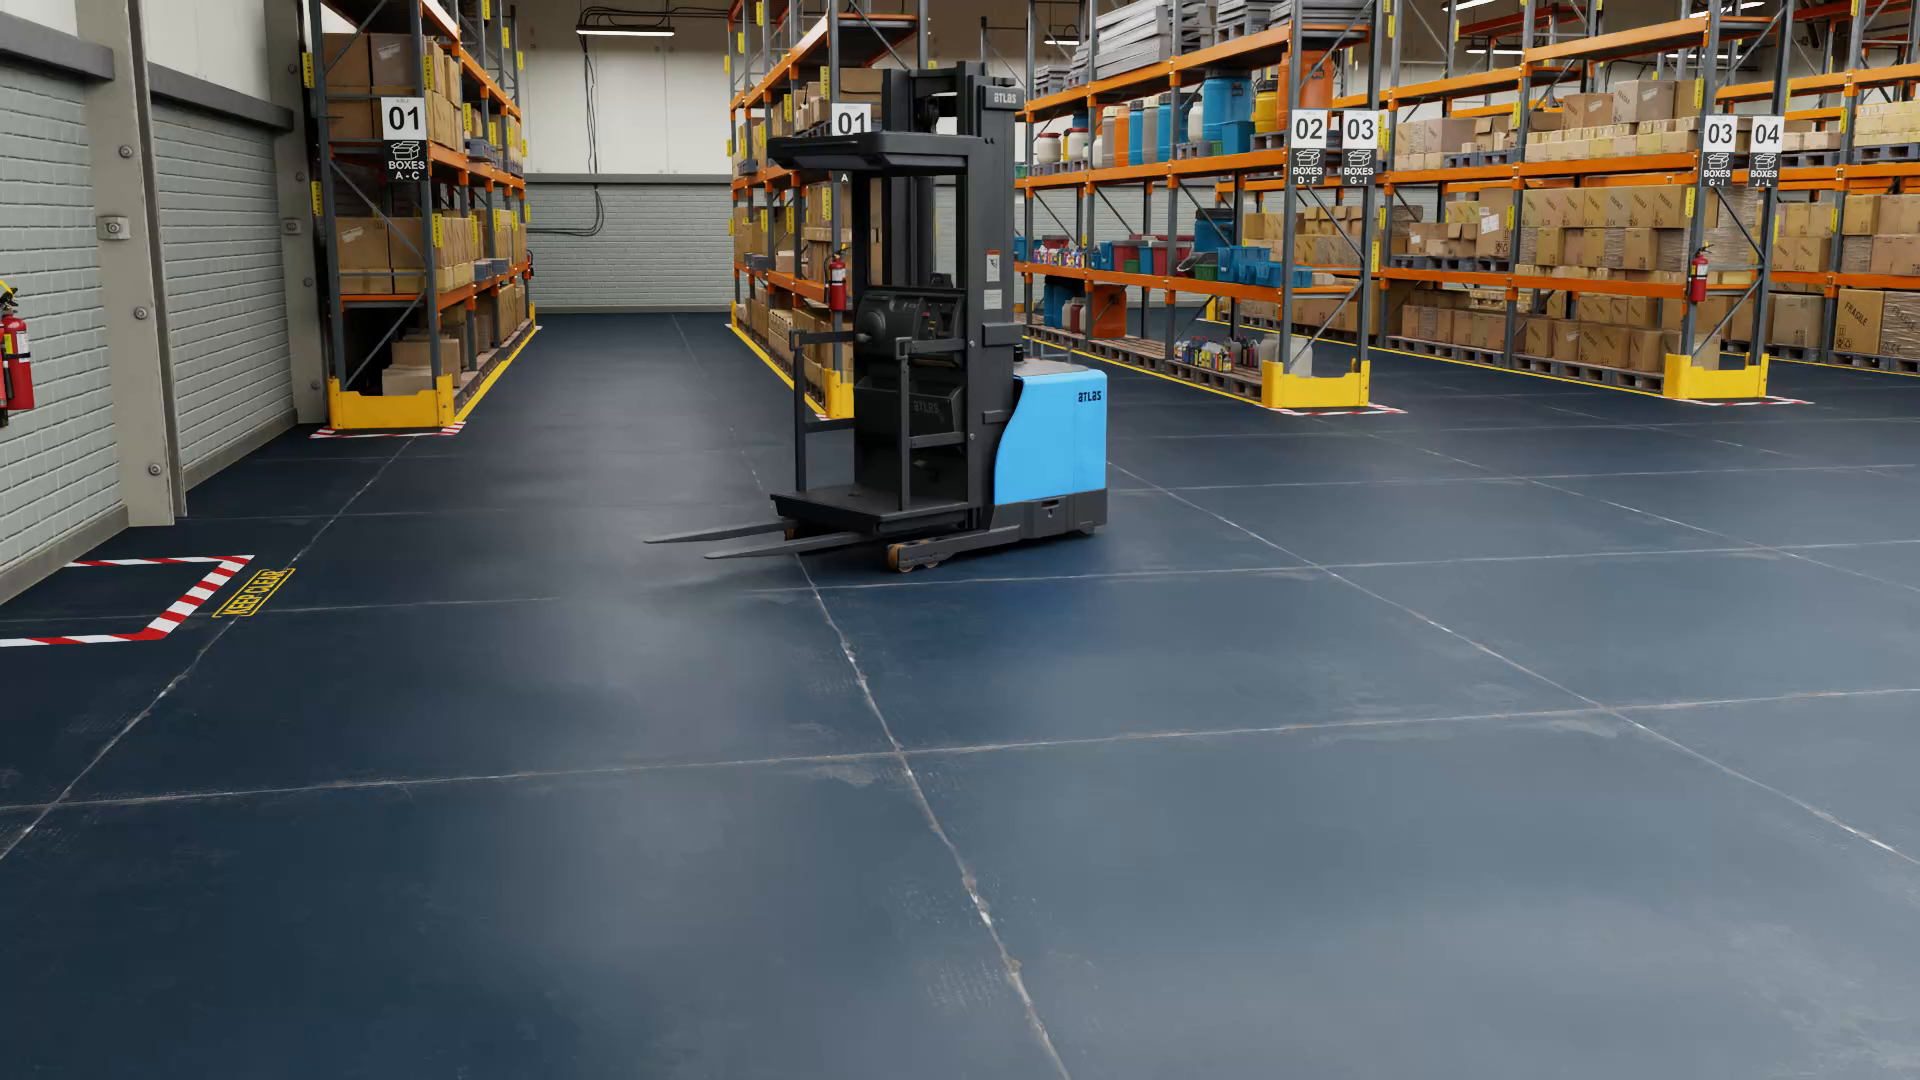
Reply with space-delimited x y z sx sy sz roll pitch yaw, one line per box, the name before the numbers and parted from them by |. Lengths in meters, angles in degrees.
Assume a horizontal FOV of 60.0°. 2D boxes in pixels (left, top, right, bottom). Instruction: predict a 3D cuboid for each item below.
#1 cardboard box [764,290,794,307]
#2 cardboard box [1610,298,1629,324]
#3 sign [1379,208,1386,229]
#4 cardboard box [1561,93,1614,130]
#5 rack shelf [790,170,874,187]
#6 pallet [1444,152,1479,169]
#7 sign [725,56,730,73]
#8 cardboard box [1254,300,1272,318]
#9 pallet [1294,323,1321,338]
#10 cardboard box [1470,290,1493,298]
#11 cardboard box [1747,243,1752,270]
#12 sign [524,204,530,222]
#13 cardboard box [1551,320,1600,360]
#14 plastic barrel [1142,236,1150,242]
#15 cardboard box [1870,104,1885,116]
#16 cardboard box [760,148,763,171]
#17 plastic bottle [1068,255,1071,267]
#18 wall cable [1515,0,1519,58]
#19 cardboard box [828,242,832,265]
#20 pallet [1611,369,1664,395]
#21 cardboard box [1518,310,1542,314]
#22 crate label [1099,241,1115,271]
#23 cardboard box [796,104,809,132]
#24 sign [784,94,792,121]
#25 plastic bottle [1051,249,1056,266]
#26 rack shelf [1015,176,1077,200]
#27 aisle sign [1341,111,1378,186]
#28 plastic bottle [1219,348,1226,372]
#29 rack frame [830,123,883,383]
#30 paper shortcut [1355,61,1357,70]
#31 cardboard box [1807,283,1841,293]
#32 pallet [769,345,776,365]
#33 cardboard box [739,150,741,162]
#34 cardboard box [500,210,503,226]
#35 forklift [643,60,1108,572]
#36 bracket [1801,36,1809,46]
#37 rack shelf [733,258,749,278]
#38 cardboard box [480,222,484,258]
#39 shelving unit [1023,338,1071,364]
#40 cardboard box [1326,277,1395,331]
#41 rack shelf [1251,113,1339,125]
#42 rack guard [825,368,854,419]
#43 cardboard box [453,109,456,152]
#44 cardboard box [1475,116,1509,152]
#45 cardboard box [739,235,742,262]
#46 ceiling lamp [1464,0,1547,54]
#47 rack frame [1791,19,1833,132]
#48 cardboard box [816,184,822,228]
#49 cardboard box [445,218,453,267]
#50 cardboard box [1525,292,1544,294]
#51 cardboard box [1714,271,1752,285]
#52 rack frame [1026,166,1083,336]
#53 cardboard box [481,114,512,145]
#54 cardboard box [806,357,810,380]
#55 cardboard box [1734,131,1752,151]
cardboard box | -2.813 -3.786 26.070 0.500 0.250 0.500 -2 11 -9
cardboard box | 11.735 -3.963 29.056 0.500 0.500 0.500 -2 11 -9
sign | 6.788 -5.164 26.709 0.100 0.325 0.005 -2 11 -11
cardboard box | 8.447 -5.724 22.323 0.500 0.500 0.500 -2 11 -13
rack shelf | -1.219 -4.276 19.043 1.077 0.370 4.000 -2 11 -11
pallet | 7.889 -5.571 24.423 1.213 0.211 1.003 -2 11 -11
sign | -4.474 -9.149 31.987 0.100 0.325 0.005 -2 11 -11
cardboard box | 6.329 -4.801 32.459 0.875 0.875 0.875 -2 11 -11
pallet | 6.778 -3.841 30.313 1.003 0.211 1.213 -2 11 -11
cardboard box | 10.698 -5.044 34.085 0.380 0.149 0.250 -2 11 -9
cardboard box | 12.333 -4.458 25.827 0.500 0.500 0.500 -2 11 -12
sign | -8.266 -6.245 31.756 0.100 0.325 0.005 -2 11 -11
cardboard box | 8.267 -2.681 22.323 0.500 0.500 0.500 1 11 7
plastic barrel | 2.883 -4.310 25.019 0.421 0.512 0.421 0 11 0
cardboard box | 12.783 -5.916 22.881 0.380 0.149 0.250 -2 11 -11
cardboard box | -2.603 -5.951 25.653 0.910 0.500 0.500 -2 11 -11
plastic bottle | 1.813 -4.568 27.207 0.097 0.201 0.097 0 11 0
wall cable | 12.596 -13.314 40.536 2.355 3.000 0.029 -2 11 -11
cardboard box | -1.106 -3.112 18.756 0.700 0.500 0.500 -2 11 -11
pallet | 8.750 -1.943 20.341 1.003 0.211 1.213 -2 11 -11
cardboard box | 11.028 -4.377 32.171 0.380 0.149 0.250 -2 11 -10
crate label | 2.401 -4.261 24.968 0.502 0.435 0.616 -2 11 -11
cardboard box | -1.664 -5.027 19.802 0.500 0.311 0.500 -3 11 -14
sign | -2.139 -5.383 20.712 0.100 0.325 0.005 -2 11 -11
plastic bottle | 1.637 -4.798 28.212 0.152 0.276 0.135 -2 11 -11
rack shelf | 1.306 -6.657 31.549 1.077 0.370 4.000 -2 11 -11
aisle sign | 4.331 -4.243 18.015 0.394 0.787 0.004 -2 11 -11
plastic bottle | 3.201 -2.192 20.279 0.061 0.283 0.133 -2 11 -10
rack frame | -0.830 -2.789 17.329 1.000 3.000 0.127 -2 11 -11
paper shortcut | 6.560 -7.855 27.525 0.009 0.170 0.078 9 -22 -13
cardboard box | 16.657 -4.596 31.383 0.875 0.875 0.875 -2 11 -9
pallet | -2.264 -2.734 24.497 1.003 0.211 1.213 -2 11 -11
cardboard box | -3.714 -6.898 29.960 0.500 0.250 0.500 -2 11 -11
cardboard box | -7.286 -4.932 25.464 0.500 0.250 0.500 -2 11 -11
forklift | -0.465 -1.360 10.004 3.031 2.935 1.130 -10 14 -42
bracket | 20.295 -11.931 39.686 0.235 0.232 0.430 -2 11 -11
rack shelf | -3.553 -5.004 30.886 1.077 0.370 4.000 -2 11 -11
cardboard box | -7.143 -4.255 23.586 0.700 0.500 0.500 -3 11 -18
shelving unit | 0.526 -0.793 11.648 0.258 1.200 0.503 -6 12 -29
cardboard box | 7.052 -4.070 28.615 1.225 0.875 0.875 -2 11 -11
rack shelf | 6.165 -8.114 32.252 1.077 0.370 4.000 -2 11 -11
rack guard | -0.826 -1.557 17.539 1.175 0.500 0.348 -2 11 -11
cardboard box | -6.040 -4.698 19.012 0.500 0.500 0.500 -3 11 -16
cardboard box | 7.931 -5.876 24.122 0.797 0.503 0.637 -2 11 -9
cardboard box | -3.819 -5.404 30.797 0.500 0.500 0.500 -2 11 -10
ceiling lamp | 12.596 -12.662 37.545 2.000 3.185 0.800 -2 11 -11
rack frame | 16.274 -8.657 32.113 1.000 3.000 0.127 -2 11 -11
cardboard box | -1.319 -3.944 19.657 0.700 0.500 0.500 -2 11 -11
cardboard box | -5.573 -3.102 17.316 0.500 0.500 0.500 -2 11 -11
cardboard box | 11.409 -4.825 32.932 0.380 0.149 0.250 -2 11 -12
cardboard box | 9.066 -3.086 19.561 0.380 0.149 0.250 -2 11 -11
rack frame | 1.695 -5.170 29.835 1.000 3.000 0.127 -2 11 -11
cardboard box | -7.886 -6.974 28.297 0.500 0.500 0.500 -2 11 -12
cardboard box | -1.528 -2.007 19.450 0.500 0.250 0.500 -2 11 -11
cardboard box | 9.047 -4.646 19.465 0.500 0.250 0.500 -2 11 -9
